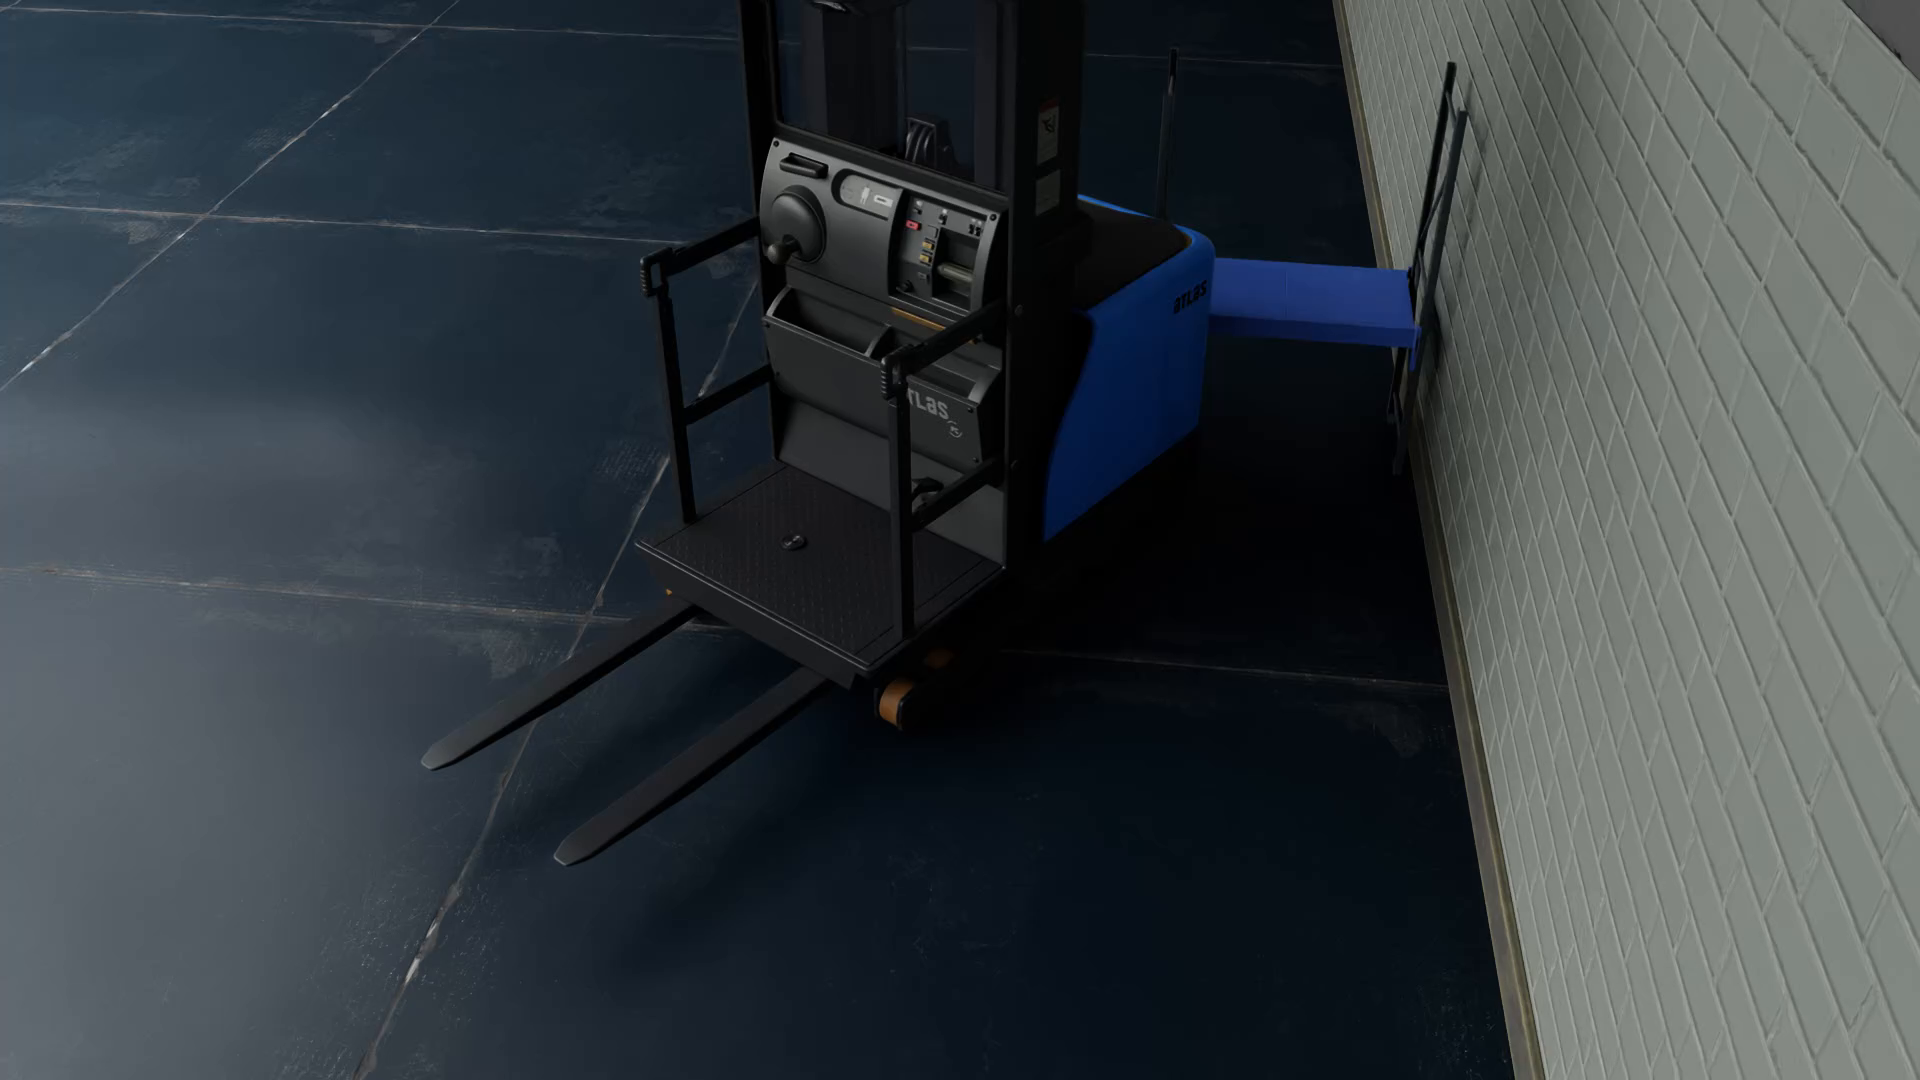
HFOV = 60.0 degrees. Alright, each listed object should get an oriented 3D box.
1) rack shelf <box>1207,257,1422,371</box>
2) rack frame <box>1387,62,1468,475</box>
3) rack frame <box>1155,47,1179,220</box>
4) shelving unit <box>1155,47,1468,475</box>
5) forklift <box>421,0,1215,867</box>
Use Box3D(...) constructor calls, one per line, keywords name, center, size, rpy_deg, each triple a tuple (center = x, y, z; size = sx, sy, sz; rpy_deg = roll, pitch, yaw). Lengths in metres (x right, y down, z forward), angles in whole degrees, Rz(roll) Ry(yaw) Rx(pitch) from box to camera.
Box3D(name="rack shelf", center=(1.275, -0.911, 6.544), size=(1.000, 0.185, 0.538), rpy_deg=(5, 36, 7))
Box3D(name="rack frame", center=(1.777, -1.012, 6.376), size=(0.032, 1.500, 0.500), rpy_deg=(5, 36, 7))
Box3D(name="rack frame", center=(0.773, -1.102, 6.503), size=(0.032, 1.500, 0.500), rpy_deg=(5, 36, 7))
Box3D(name="shelving unit", center=(1.275, -1.057, 6.440), size=(1.048, 1.500, 0.538), rpy_deg=(5, 36, 7))
Box3D(name="forklift", center=(-0.393, -0.912, 5.005), size=(1.130, 2.935, 3.031), rpy_deg=(25, 43, 31))
